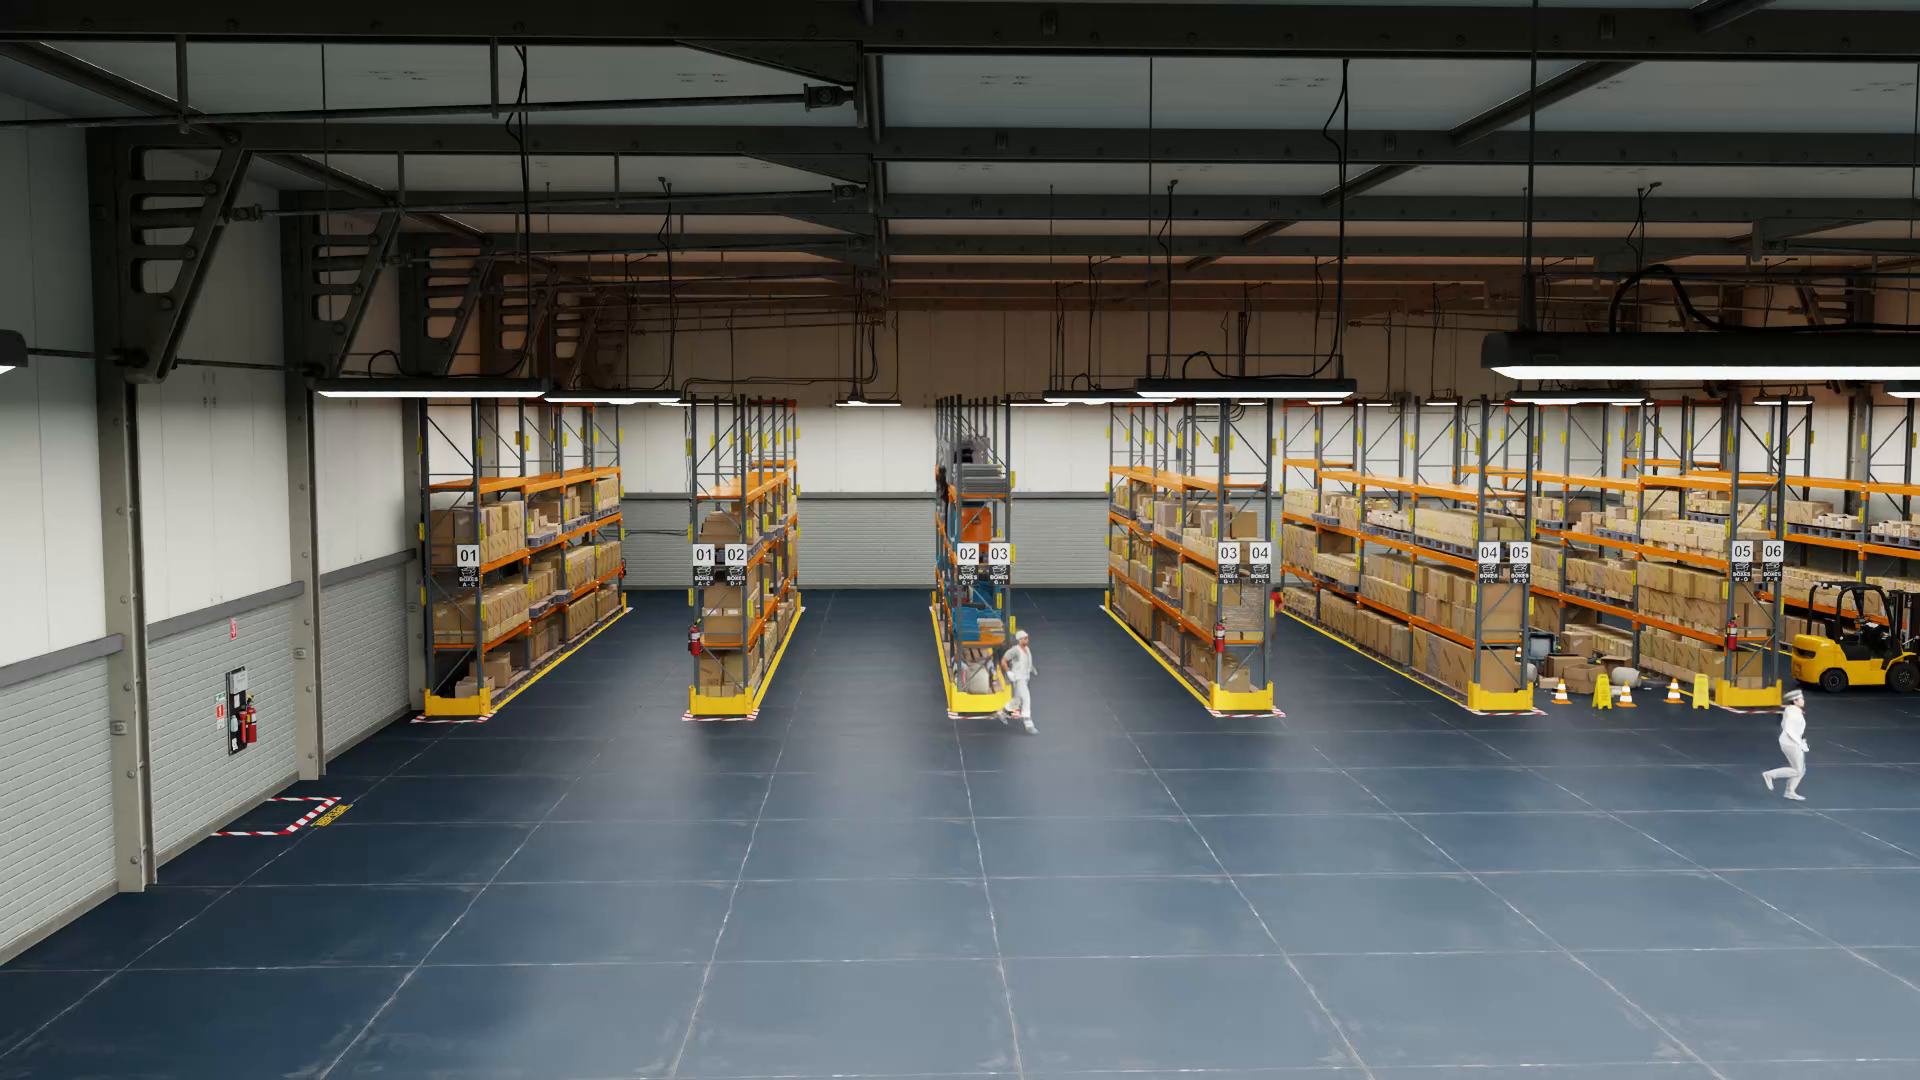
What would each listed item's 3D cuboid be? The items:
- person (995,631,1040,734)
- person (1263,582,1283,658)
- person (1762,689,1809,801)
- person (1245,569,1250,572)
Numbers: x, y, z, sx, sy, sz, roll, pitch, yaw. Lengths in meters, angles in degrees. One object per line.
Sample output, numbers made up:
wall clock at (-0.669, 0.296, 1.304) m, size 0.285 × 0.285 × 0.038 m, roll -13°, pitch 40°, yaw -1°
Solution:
person at (1.052, 2.507, 29.609) m, size 0.945 × 1.801 × 0.676 m, roll 3°, pitch 5°, yaw 30°
person at (7.162, 1.817, 38.577) m, size 0.679 × 1.726 × 0.898 m, roll -1°, pitch 5°, yaw -9°
person at (12.101, 2.992, 24.376) m, size 0.593 × 1.648 × 0.547 m, roll 2°, pitch 5°, yaw 22°
person at (8.032, 1.215, 46.488) m, size 0.641 × 1.690 × 0.671 m, roll 0°, pitch 4°, yaw -2°
